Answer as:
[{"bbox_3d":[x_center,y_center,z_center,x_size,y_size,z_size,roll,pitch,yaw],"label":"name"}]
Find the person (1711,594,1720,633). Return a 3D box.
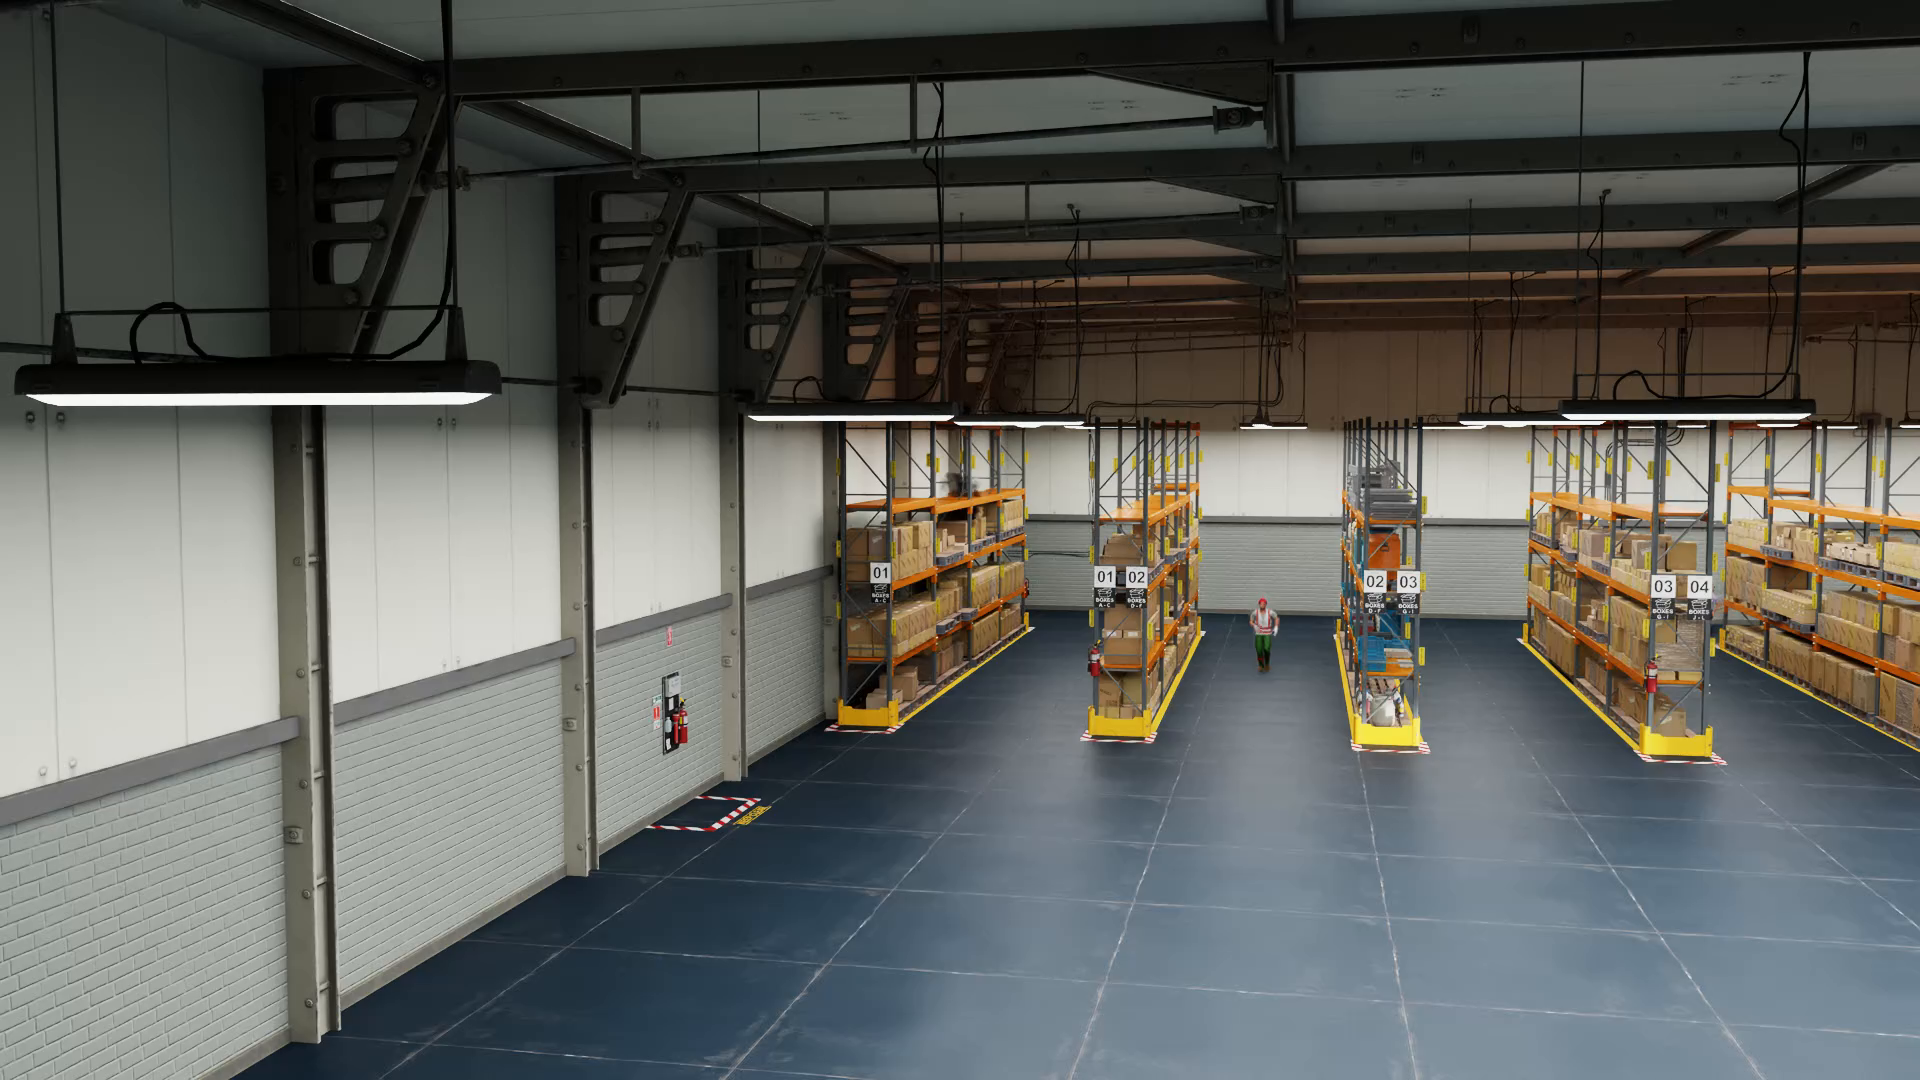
[{"bbox_3d":[20.164,2.009,44.985,0.865,1.595,0.661,-1,4,-18],"label":"person"}]

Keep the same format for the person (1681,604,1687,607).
[{"bbox_3d":[18.899,2.050,43.558,0.668,1.700,0.584,1,4,21],"label":"person"}]

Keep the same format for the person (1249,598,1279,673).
[{"bbox_3d":[7.221,2.272,39.583,0.671,1.784,0.686,1,4,13],"label":"person"}]
